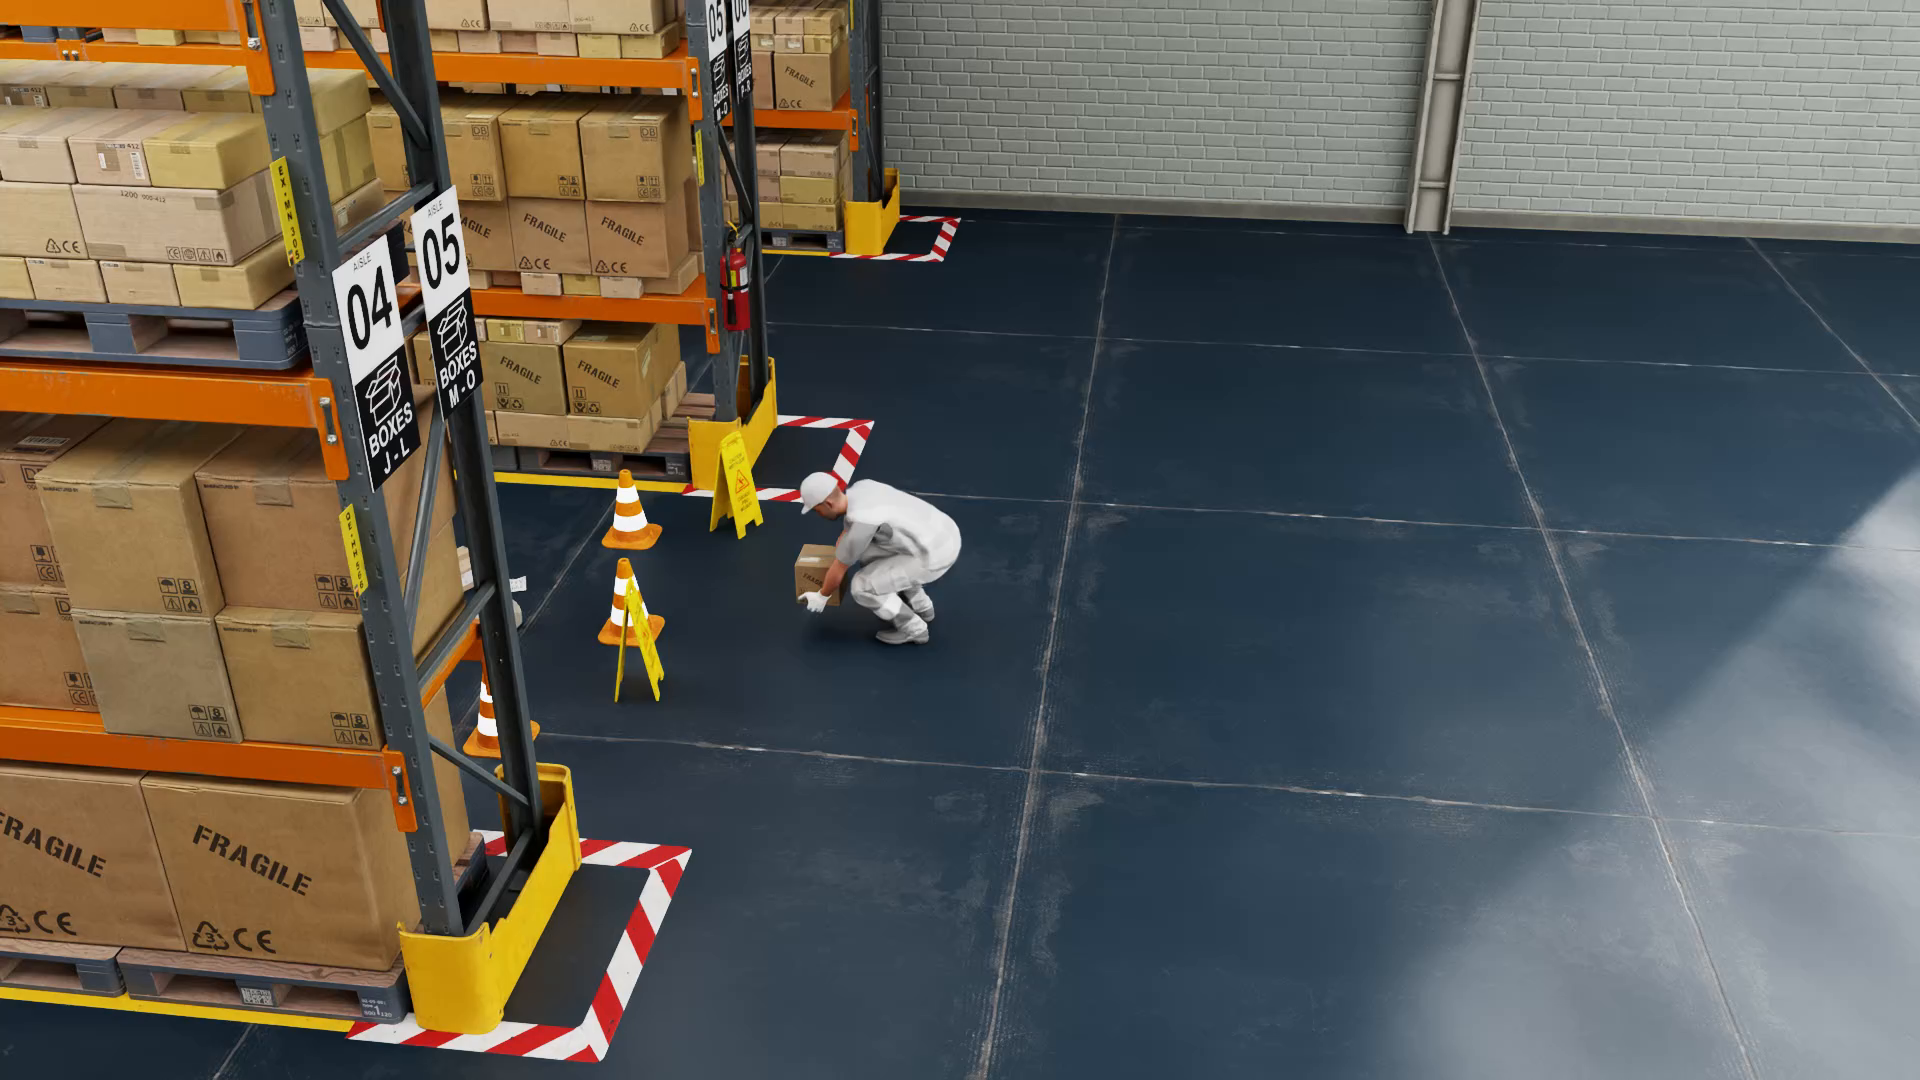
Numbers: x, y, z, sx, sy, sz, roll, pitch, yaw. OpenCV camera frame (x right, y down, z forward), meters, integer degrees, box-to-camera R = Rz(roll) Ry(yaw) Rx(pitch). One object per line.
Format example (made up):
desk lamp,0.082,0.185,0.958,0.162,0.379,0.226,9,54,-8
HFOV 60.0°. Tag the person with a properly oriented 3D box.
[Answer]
person,-0.449,0.070,9.318,0.907,0.993,0.541,3,28,5
